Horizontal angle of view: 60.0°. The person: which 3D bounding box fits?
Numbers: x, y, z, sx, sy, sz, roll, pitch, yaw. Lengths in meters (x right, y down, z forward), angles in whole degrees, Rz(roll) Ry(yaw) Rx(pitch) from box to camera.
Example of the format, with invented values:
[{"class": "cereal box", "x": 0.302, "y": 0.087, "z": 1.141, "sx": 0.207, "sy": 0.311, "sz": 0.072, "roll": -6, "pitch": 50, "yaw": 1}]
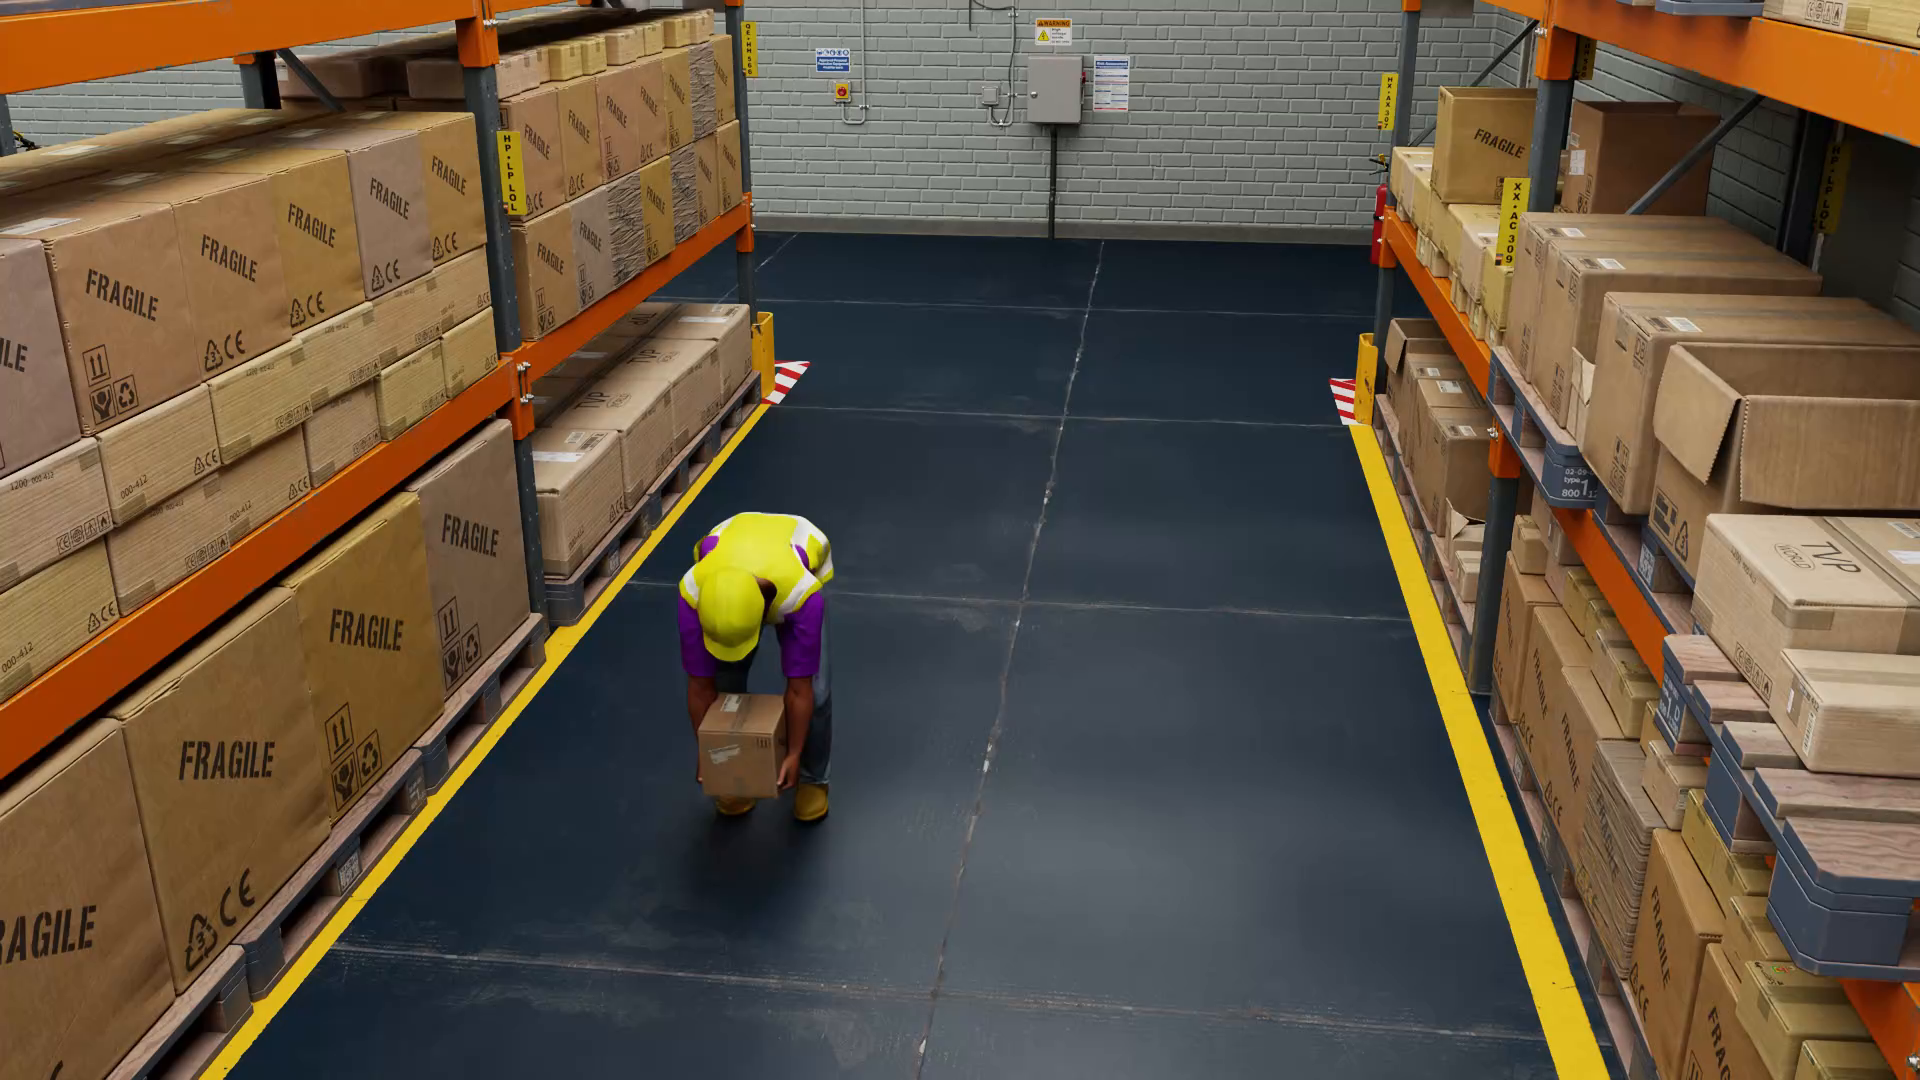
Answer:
[{"class": "person", "x": -0.675, "y": 0.494, "z": 5.619, "sx": 0.477, "sy": 1.148, "sz": 0.974, "roll": 2, "pitch": 21, "yaw": 5}]
